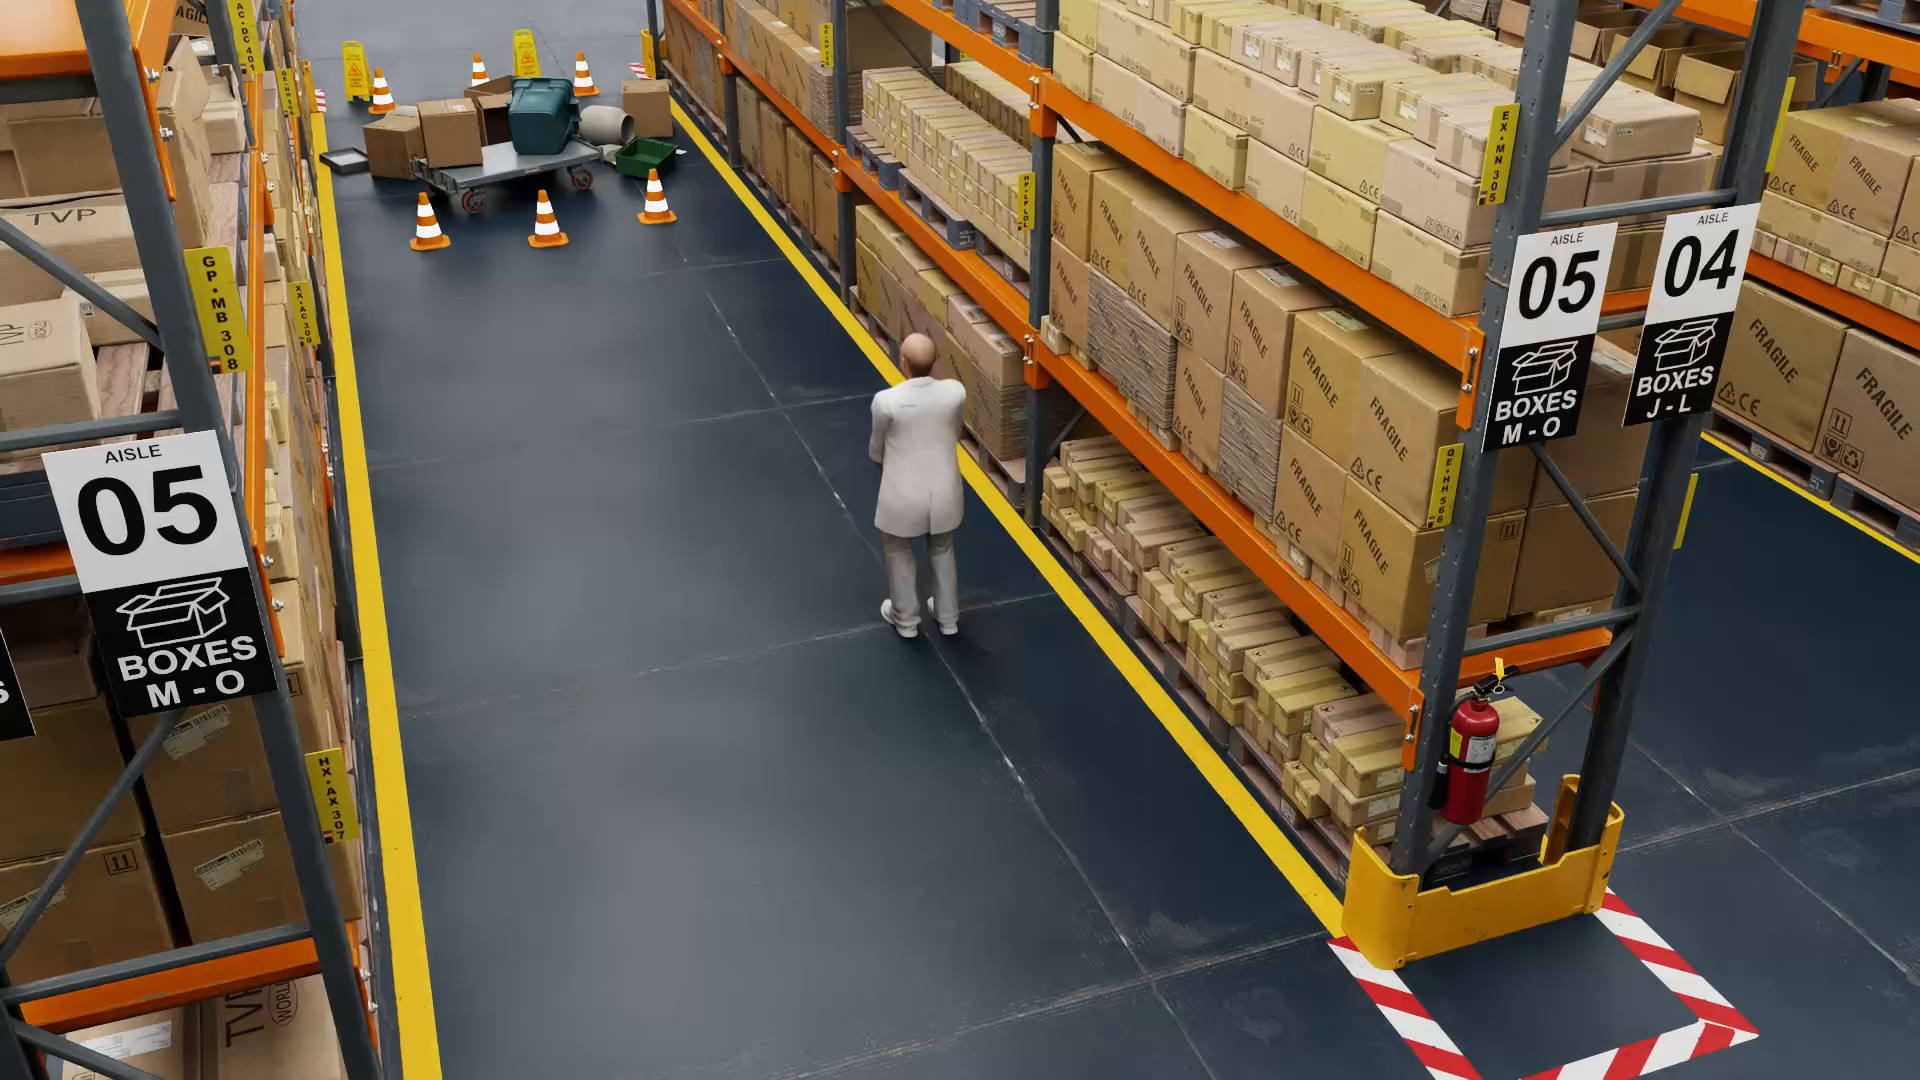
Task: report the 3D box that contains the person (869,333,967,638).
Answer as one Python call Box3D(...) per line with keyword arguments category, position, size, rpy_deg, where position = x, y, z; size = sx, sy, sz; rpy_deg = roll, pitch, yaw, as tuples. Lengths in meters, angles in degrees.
Box3D(category="person", position=(-0.252, -0.328, 8.950), size=(0.525, 1.779, 0.545), rpy_deg=(-10, 31, -18))
